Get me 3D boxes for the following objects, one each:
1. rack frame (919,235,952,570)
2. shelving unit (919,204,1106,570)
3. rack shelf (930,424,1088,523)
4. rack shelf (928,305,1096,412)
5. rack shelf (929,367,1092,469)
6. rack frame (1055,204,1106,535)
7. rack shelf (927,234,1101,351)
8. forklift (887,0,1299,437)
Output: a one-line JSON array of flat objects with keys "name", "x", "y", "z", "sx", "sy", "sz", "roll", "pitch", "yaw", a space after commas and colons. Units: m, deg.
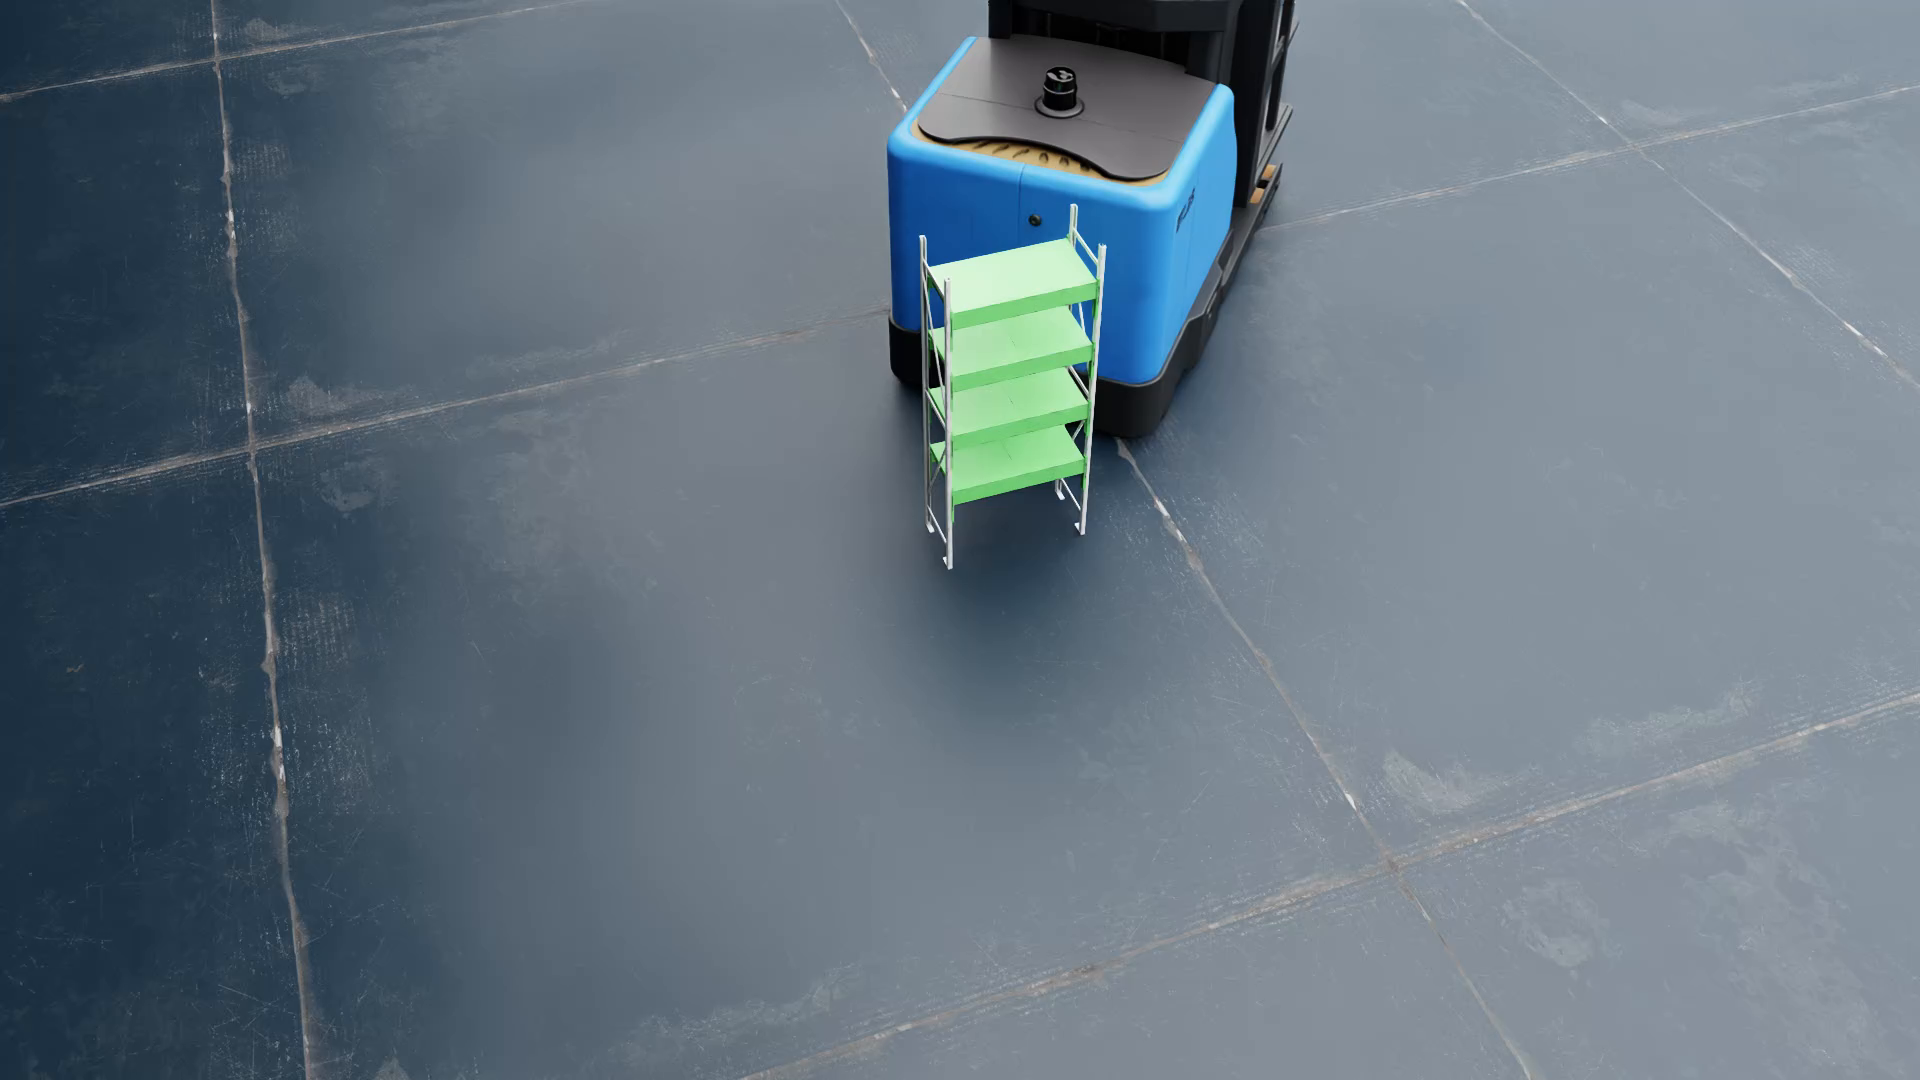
[{"name": "rack frame", "x": -0.074, "y": -0.405, "z": 5.306, "sx": 0.015, "sy": 1.200, "sz": 0.240, "roll": -14, "pitch": 47, "yaw": -14}, {"name": "shelving unit", "x": 0.156, "y": -0.463, "z": 5.365, "sx": 0.503, "sy": 1.200, "sz": 0.258, "roll": -14, "pitch": 47, "yaw": -14}, {"name": "rack shelf", "x": 0.156, "y": -0.249, "z": 5.580, "sx": 0.480, "sy": 0.148, "sz": 0.258, "roll": -14, "pitch": 47, "yaw": -14}, {"name": "rack shelf", "x": 0.156, "y": -0.588, "z": 5.240, "sx": 0.480, "sy": 0.148, "sz": 0.258, "roll": -14, "pitch": 47, "yaw": -14}, {"name": "rack shelf", "x": 0.156, "y": -0.418, "z": 5.410, "sx": 0.480, "sy": 0.148, "sz": 0.258, "roll": -14, "pitch": 47, "yaw": -14}, {"name": "rack frame", "x": 0.385, "y": -0.522, "z": 5.423, "sx": 0.015, "sy": 1.200, "sz": 0.240, "roll": -14, "pitch": 47, "yaw": -14}, {"name": "rack shelf", "x": 0.156, "y": -0.757, "z": 5.070, "sx": 0.480, "sy": 0.148, "sz": 0.258, "roll": -14, "pitch": 47, "yaw": -14}, {"name": "forklift", "x": 0.746, "y": -2.467, "z": 6.139, "sx": 1.130, "sy": 2.935, "sz": 3.031, "roll": 16, "pitch": 47, "yaw": 15}]
